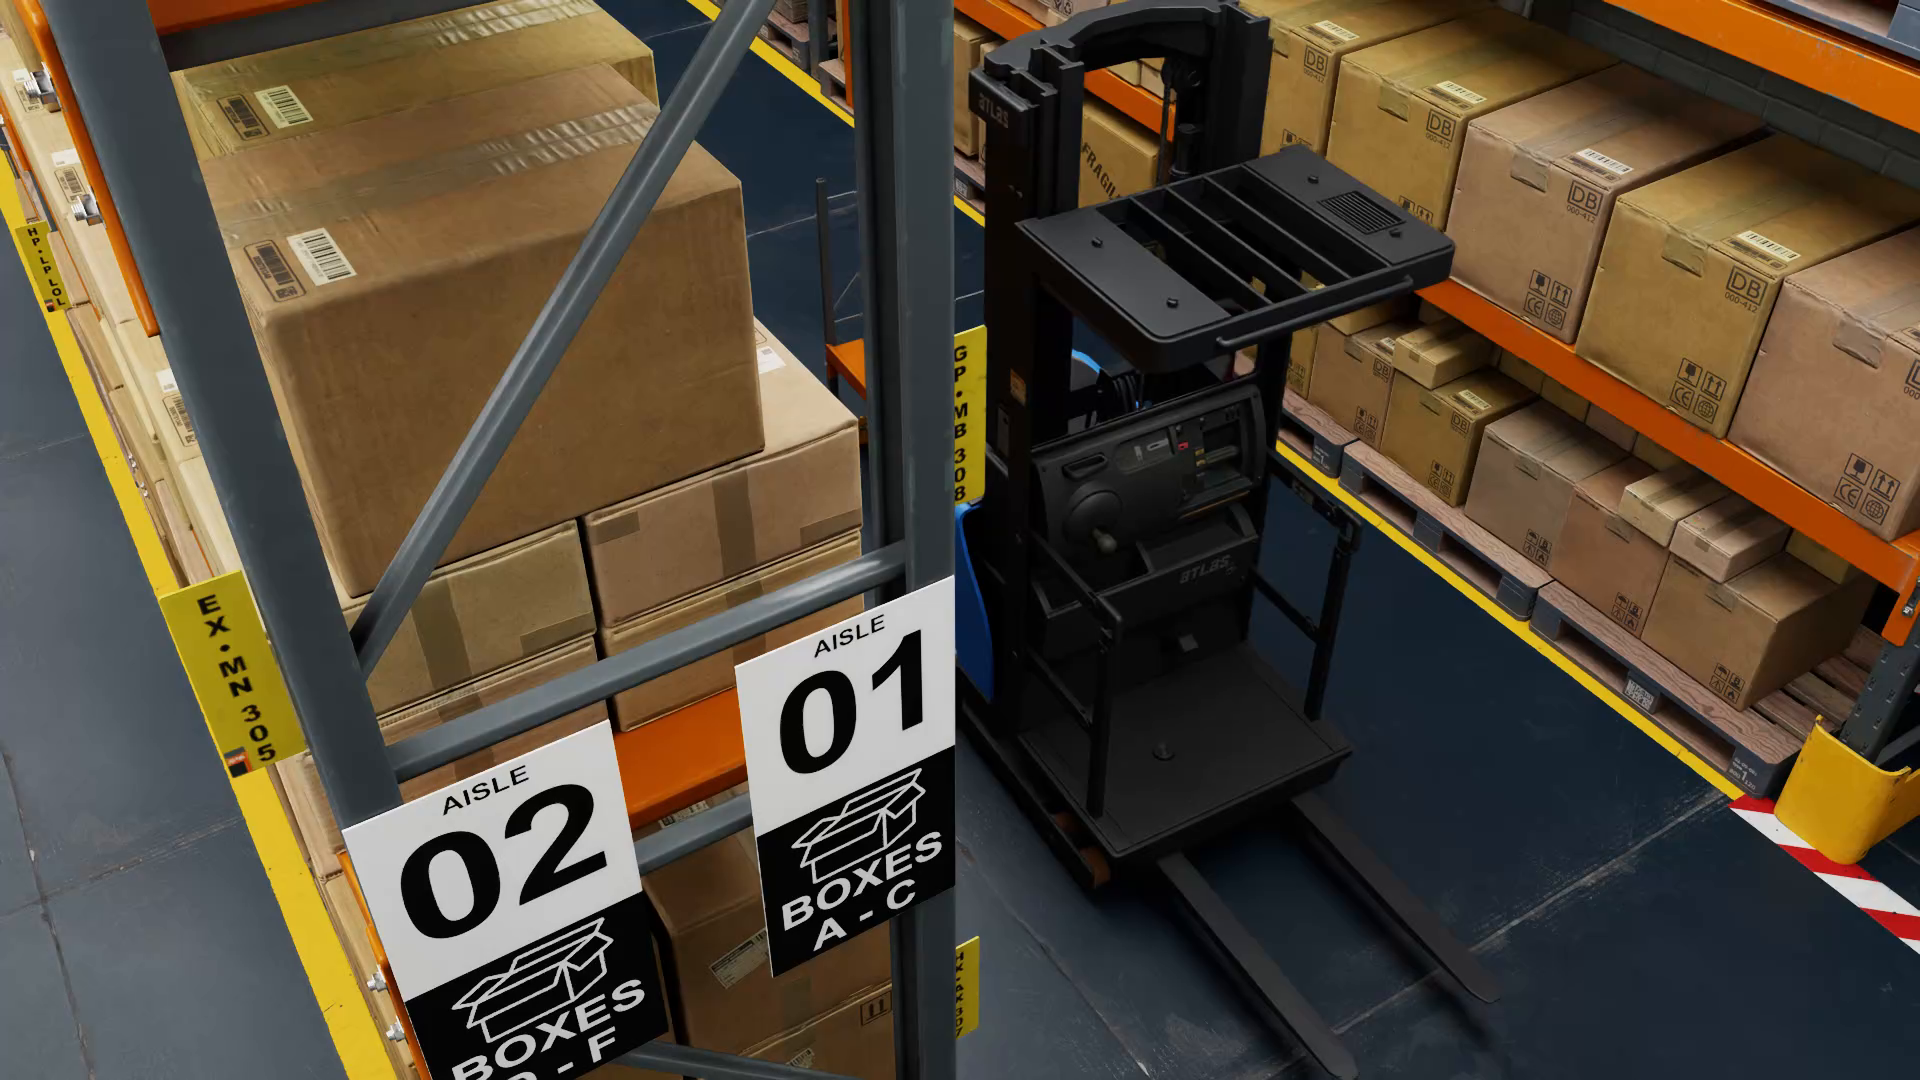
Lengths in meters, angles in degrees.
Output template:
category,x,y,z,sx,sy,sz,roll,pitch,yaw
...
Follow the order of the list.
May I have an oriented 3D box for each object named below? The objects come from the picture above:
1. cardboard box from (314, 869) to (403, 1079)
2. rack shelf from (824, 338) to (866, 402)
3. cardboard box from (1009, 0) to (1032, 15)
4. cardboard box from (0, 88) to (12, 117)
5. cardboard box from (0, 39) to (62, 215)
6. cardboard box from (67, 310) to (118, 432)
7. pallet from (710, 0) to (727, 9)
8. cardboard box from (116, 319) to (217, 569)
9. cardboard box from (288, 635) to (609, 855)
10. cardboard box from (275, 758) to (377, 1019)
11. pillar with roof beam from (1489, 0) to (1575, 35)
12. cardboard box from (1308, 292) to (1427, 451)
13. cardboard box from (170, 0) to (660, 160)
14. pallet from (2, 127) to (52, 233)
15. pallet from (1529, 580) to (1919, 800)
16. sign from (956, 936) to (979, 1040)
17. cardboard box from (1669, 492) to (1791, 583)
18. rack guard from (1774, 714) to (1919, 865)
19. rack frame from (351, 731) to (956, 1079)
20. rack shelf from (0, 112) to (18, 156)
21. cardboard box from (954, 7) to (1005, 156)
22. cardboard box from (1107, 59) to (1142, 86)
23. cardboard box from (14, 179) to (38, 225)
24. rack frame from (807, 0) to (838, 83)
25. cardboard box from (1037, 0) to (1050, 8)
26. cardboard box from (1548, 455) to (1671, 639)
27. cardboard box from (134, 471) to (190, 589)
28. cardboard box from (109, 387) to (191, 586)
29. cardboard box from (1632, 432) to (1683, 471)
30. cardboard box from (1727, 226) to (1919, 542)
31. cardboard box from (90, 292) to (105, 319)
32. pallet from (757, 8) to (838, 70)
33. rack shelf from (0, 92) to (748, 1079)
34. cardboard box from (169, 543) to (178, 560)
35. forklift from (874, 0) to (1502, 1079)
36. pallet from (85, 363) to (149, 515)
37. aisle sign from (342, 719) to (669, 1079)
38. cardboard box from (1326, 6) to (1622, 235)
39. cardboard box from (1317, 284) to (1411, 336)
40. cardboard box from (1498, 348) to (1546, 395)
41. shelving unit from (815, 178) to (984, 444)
category,x,y,z,sx,sy,sz,roll,pitch,yaw
cardboard box,-1.212,1.026,4.097,0.500,0.500,0.500,-22,45,-24
rack shelf,-0.164,-0.653,7.644,0.538,0.185,1.000,-20,44,-22
cardboard box,0.497,-3.072,9.274,0.380,0.149,0.250,-23,45,-26
cardboard box,-2.558,-1.415,4.879,0.500,0.250,0.500,-22,45,-24
cardboard box,-2.029,-1.063,4.066,0.500,0.250,0.500,-22,45,-24
cardboard box,-3.921,-0.858,8.046,0.500,0.500,0.500,-24,45,-26
pallet,-1.658,-4.543,13.037,1.003,0.211,1.213,-22,45,-24
cardboard box,-1.220,-0.255,3.096,0.500,0.250,0.500,-22,45,-24
cardboard box,-0.959,0.210,2.929,0.500,0.250,0.500,-22,45,-24
cardboard box,-1.204,0.651,3.767,0.500,0.500,0.500,-21,44,-23
pillar with roof beam,-0.960,-3.118,4.462,9.100,9.000,0.400,-22,45,-24
cardboard box,2.147,-0.865,8.069,0.700,0.500,0.500,-23,45,-25
cardboard box,-0.948,-0.654,2.990,0.700,0.500,0.500,-22,45,-24
pallet,-3.712,-1.705,7.603,1.003,0.211,1.213,-22,45,-24
pallet,3.219,0.451,7.044,1.003,0.211,1.213,-22,45,-24
sign,-0.003,0.972,3.564,0.100,0.325,0.005,-22,45,-24
cardboard box,3.031,-0.016,6.544,0.380,0.149,0.250,-23,45,-25
rack guard,3.727,0.757,6.451,1.175,0.500,0.348,-22,45,-24
rack frame,-0.460,1.491,3.617,1.000,3.000,0.127,-22,45,-24
rack shelf,-3.686,-2.623,6.774,1.077,0.370,4.000,-22,45,-24
cardboard box,0.163,-2.952,10.301,0.750,0.750,0.750,-22,45,-25
cardboard box,0.988,-2.499,8.587,0.380,0.149,0.250,-21,44,-24
cardboard box,-4.758,-1.691,9.046,0.500,0.500,0.500,-20,44,-23
rack frame,-0.587,-4.534,10.848,1.000,3.000,0.127,-22,45,-24
cardboard box,0.557,-3.244,8.973,0.500,0.500,0.500,-22,45,-24
cardboard box,2.985,-0.030,7.068,0.700,0.500,0.500,-22,45,-25
cardboard box,-3.118,-0.044,7.069,0.500,0.500,0.500,-22,45,-25
cardboard box,-2.041,-0.183,4.767,0.500,0.500,0.500,-24,45,-26
cardboard box,3.082,-0.419,7.028,0.380,0.149,0.250,-22,45,-24
cardboard box,3.432,-0.603,5.896,0.980,0.700,0.700,-20,44,-23
cardboard box,-1.753,-0.604,3.906,0.500,0.250,0.500,-22,45,-24
pallet,-1.006,-3.885,12.247,1.003,0.211,1.213,-22,45,-24
rack shelf,-1.535,-0.464,4.183,1.077,0.370,4.000,-22,45,-24
cardboard box,-2.567,-0.337,5.733,0.500,0.500,0.500,-21,44,-23
forklift,0.784,-0.165,5.659,1.130,2.935,3.031,-20,44,-22
pallet,-3.740,-0.682,8.403,1.003,0.211,1.213,-22,45,-24
aisle sign,-0.682,0.635,2.614,0.394,0.787,0.004,-22,45,-24
cardboard box,2.230,-1.796,7.328,0.980,0.700,0.700,-23,45,-25
cardboard box,1.910,-1.138,7.891,0.380,0.149,0.250,-21,44,-23
cardboard box,2.671,-0.831,7.522,0.380,0.149,0.250,-23,45,-25
shelving unit,-0.159,-0.787,7.522,0.587,1.500,1.083,-20,44,-22
